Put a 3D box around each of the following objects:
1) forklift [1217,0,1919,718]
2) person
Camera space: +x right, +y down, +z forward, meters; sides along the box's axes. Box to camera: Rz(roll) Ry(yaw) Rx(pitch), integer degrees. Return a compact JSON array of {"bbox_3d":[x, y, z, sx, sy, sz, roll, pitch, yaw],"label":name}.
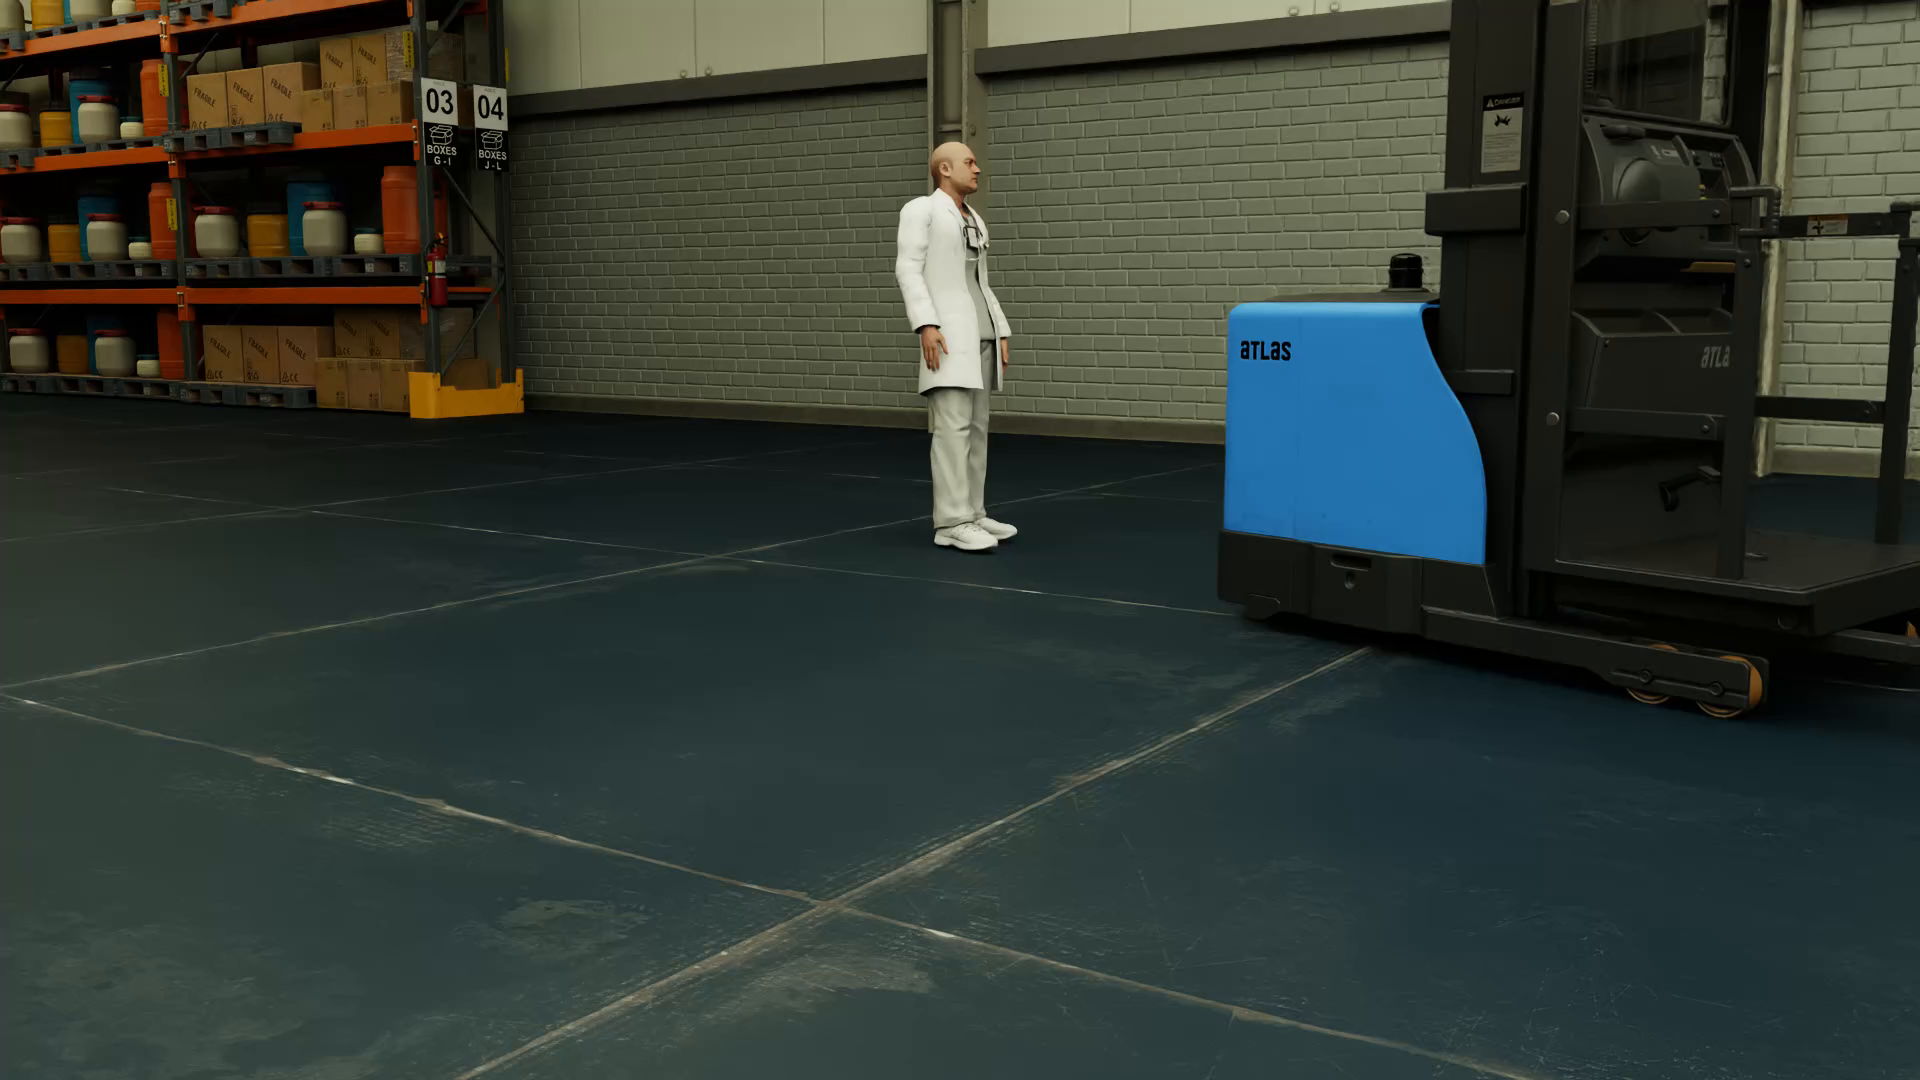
[{"bbox_3d":[2.210,-1.066,4.686,1.130,2.935,3.031,-7,10,-39],"label":"forklift"},{"bbox_3d":[0.072,-0.879,7.424,0.581,1.775,0.696,5,10,34],"label":"person"}]
